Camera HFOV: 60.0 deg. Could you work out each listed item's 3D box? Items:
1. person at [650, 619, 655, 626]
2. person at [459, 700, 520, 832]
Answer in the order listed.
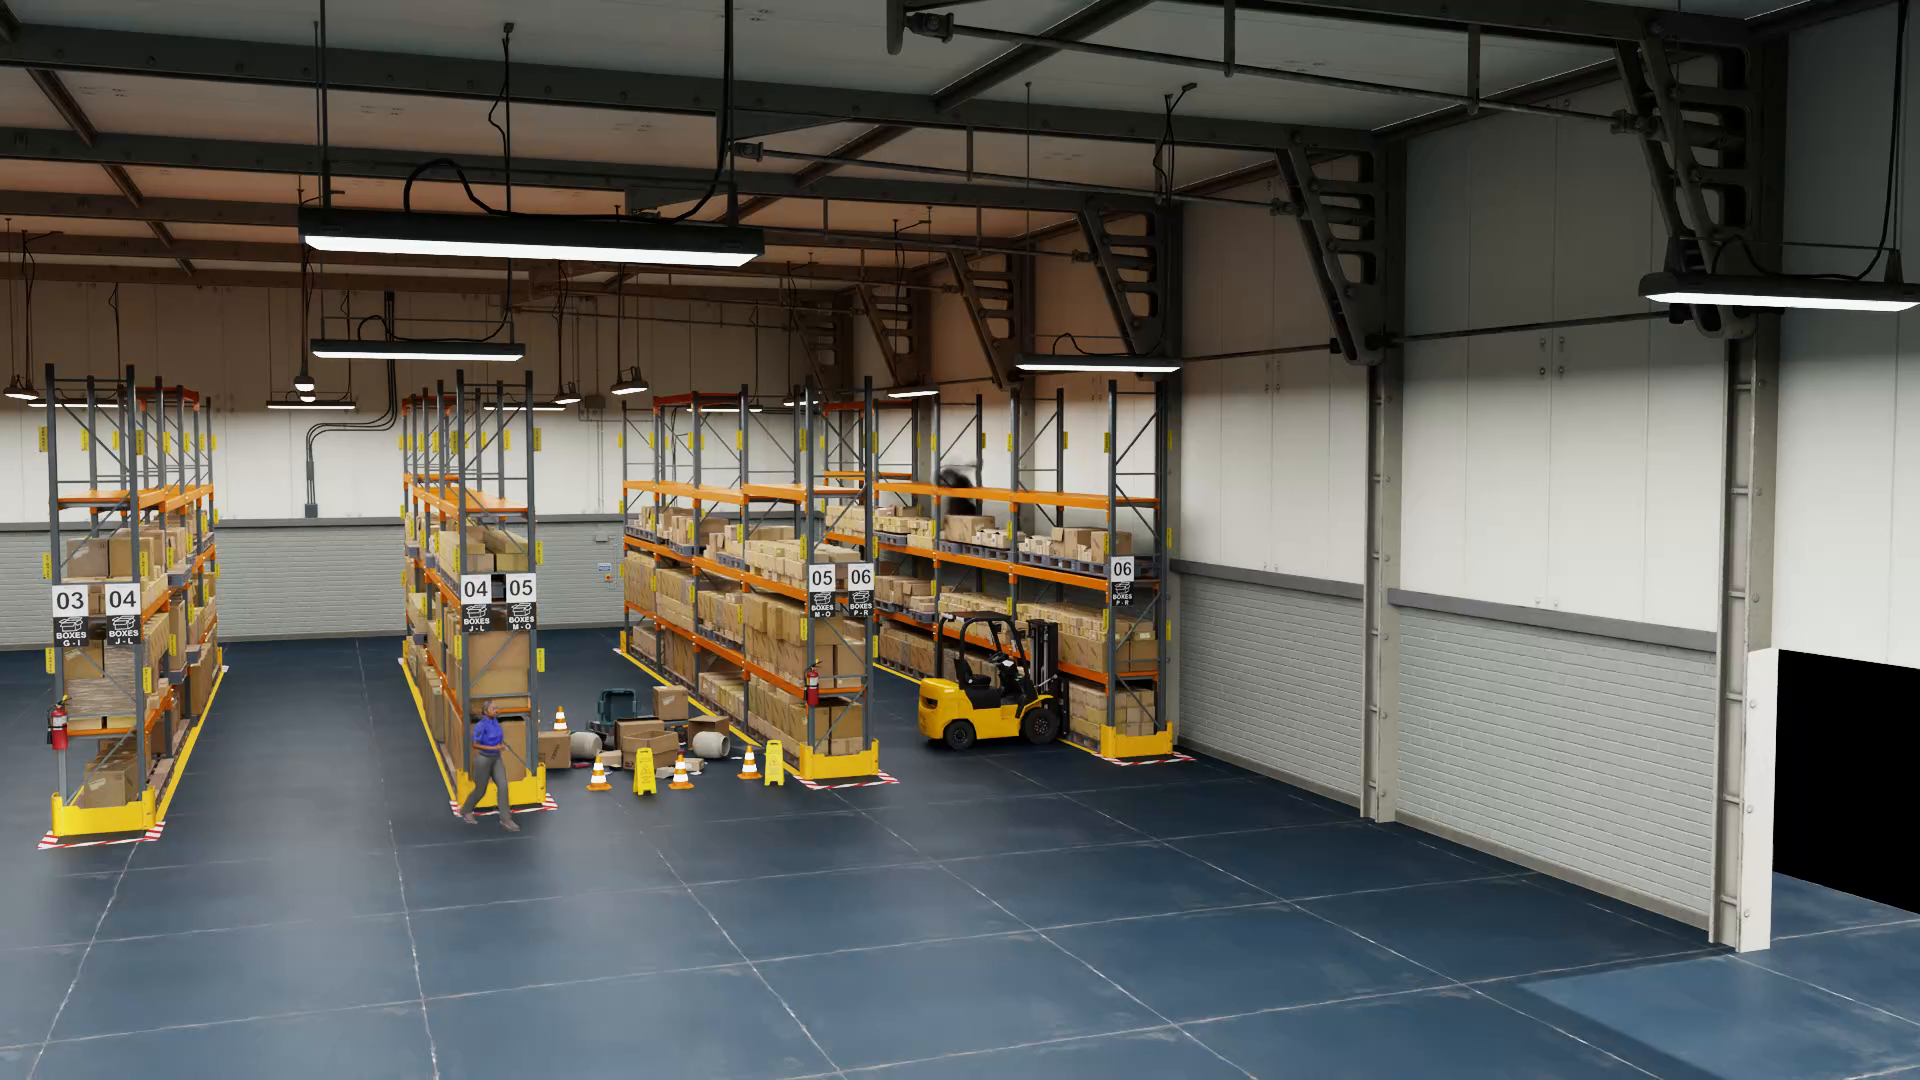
[{"bbox_3d":[-7.505,1.788,41.308,0.830,1.582,0.640,2,4,27],"label":"person"},{"bbox_3d":[-6.117,2.911,21.517,0.882,1.683,0.571,2,4,27],"label":"person"}]
